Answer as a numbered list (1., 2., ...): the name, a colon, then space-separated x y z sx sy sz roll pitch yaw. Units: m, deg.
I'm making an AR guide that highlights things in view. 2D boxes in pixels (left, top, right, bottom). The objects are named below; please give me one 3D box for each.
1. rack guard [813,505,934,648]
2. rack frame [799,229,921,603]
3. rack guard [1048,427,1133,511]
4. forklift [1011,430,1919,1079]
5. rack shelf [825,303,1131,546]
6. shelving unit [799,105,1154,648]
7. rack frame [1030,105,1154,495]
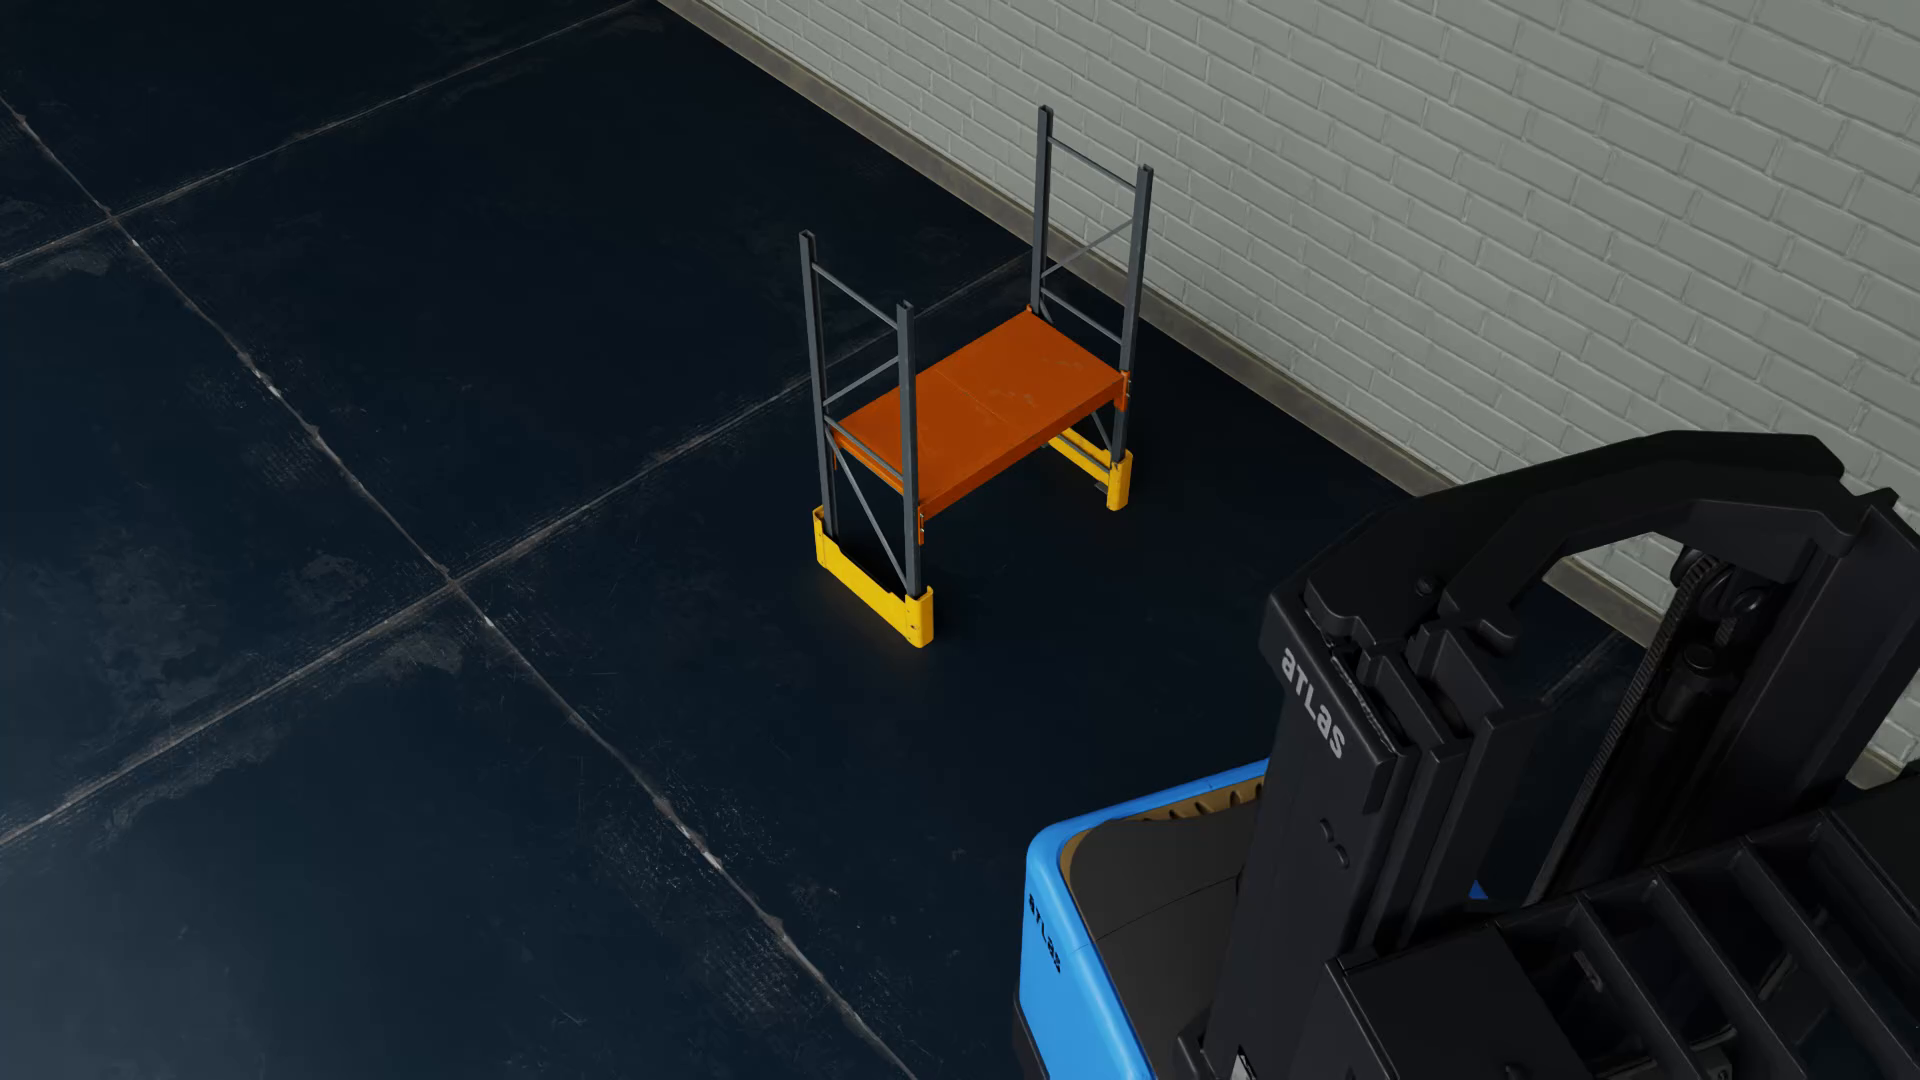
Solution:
1. rack guard: -0.312 0.124 5.966 0.087 0.250 0.587 -34 56 -27
2. rack frame: -0.313 -0.299 5.506 0.032 1.500 0.500 -34 56 -27
3. rack guard: 0.425 -0.369 6.420 0.087 0.250 0.587 -34 56 -27
4. forklift: 1.120 1.363 2.998 1.130 2.935 3.031 -15 49 -13
5. rack shelf: 0.063 -0.429 5.870 1.000 0.185 0.538 -34 56 -27
6. shelving unit: 0.056 -0.546 5.734 1.083 1.500 0.587 -34 56 -27
7. rack frame: 0.439 -0.802 5.970 0.032 1.500 0.500 -34 56 -27
